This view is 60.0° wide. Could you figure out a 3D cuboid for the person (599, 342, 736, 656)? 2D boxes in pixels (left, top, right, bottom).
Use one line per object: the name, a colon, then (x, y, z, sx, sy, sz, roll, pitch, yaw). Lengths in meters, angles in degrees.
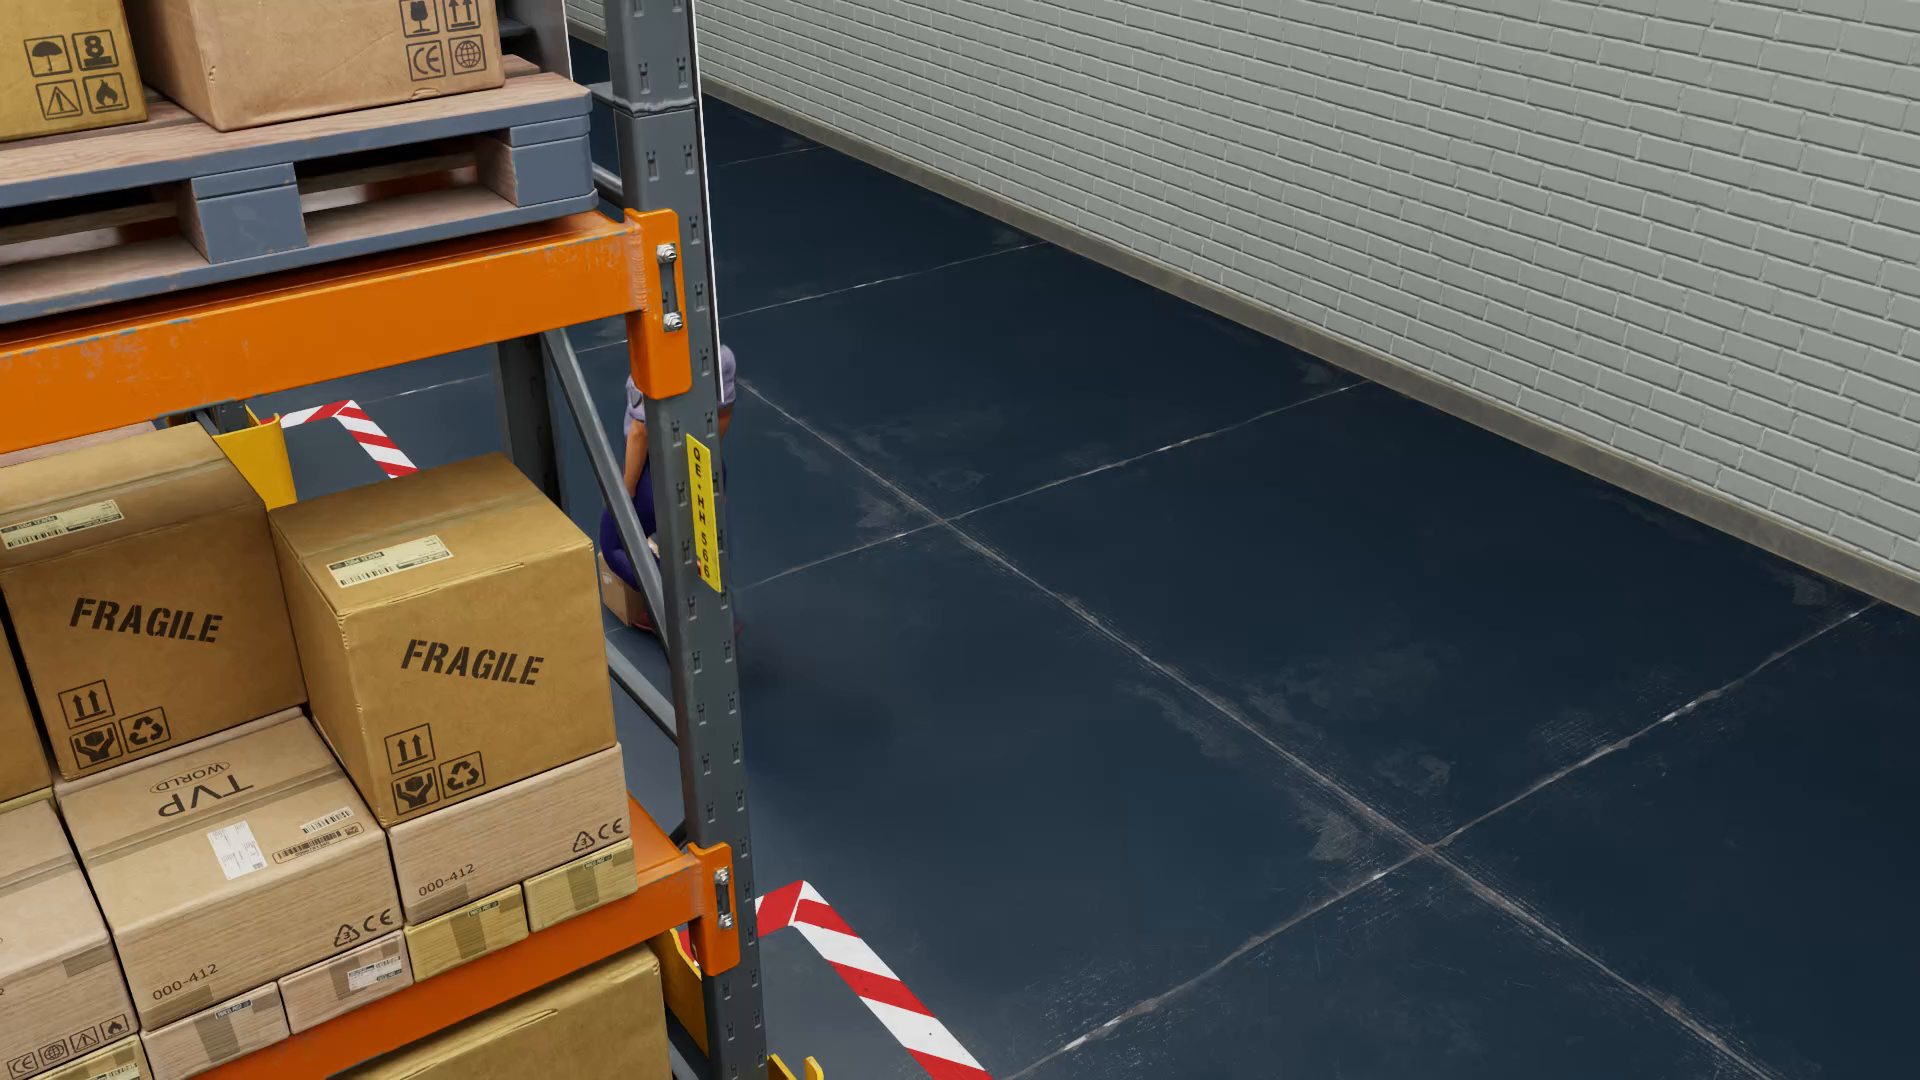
person: (-1.185, -0.279, 6.635, 0.637, 1.638, 0.550, 25, 38, 38)
